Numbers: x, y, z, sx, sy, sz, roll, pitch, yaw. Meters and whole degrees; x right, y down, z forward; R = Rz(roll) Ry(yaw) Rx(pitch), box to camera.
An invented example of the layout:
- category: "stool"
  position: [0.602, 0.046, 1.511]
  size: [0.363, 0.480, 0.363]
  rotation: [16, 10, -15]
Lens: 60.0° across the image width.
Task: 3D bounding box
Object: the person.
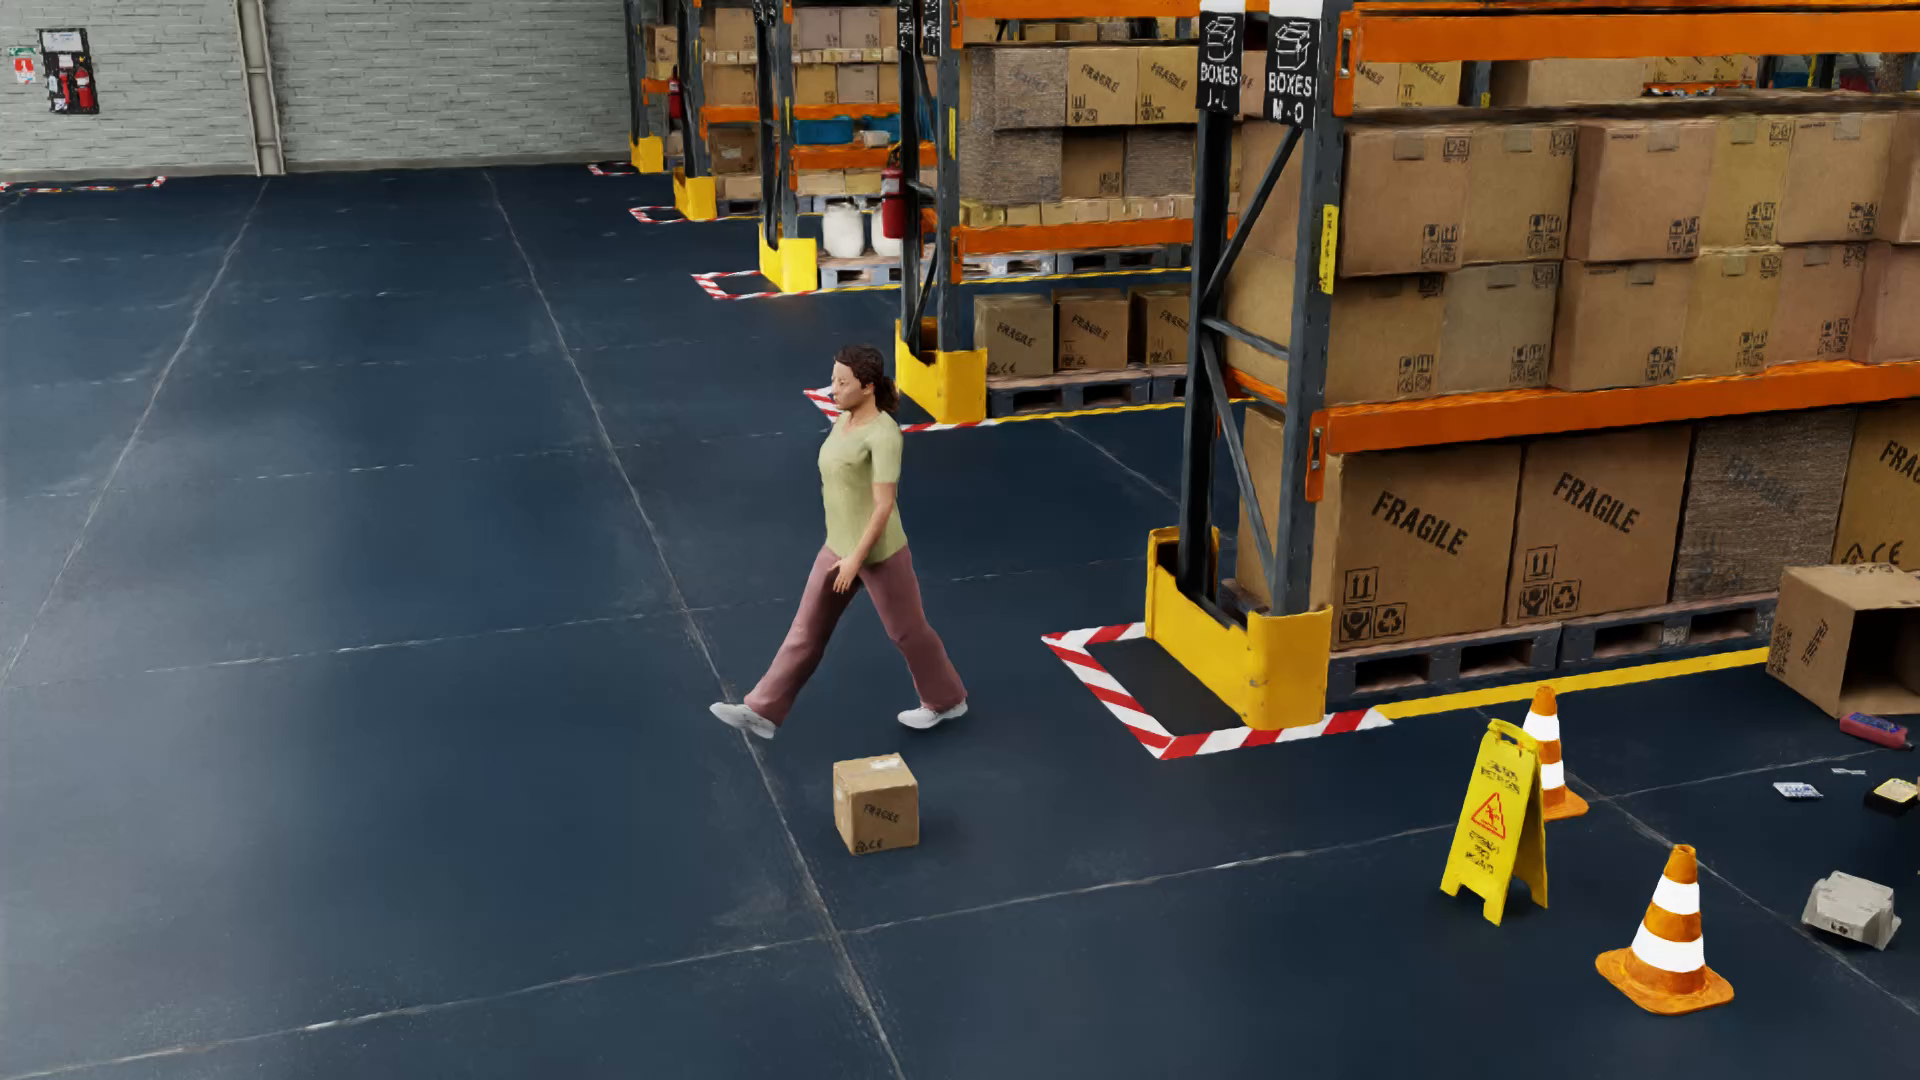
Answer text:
- category: "person"
  position: [-0.451, 0.039, 6.471]
  size: [1.026, 1.609, 0.476]
  rotation: [-14, 24, -34]
